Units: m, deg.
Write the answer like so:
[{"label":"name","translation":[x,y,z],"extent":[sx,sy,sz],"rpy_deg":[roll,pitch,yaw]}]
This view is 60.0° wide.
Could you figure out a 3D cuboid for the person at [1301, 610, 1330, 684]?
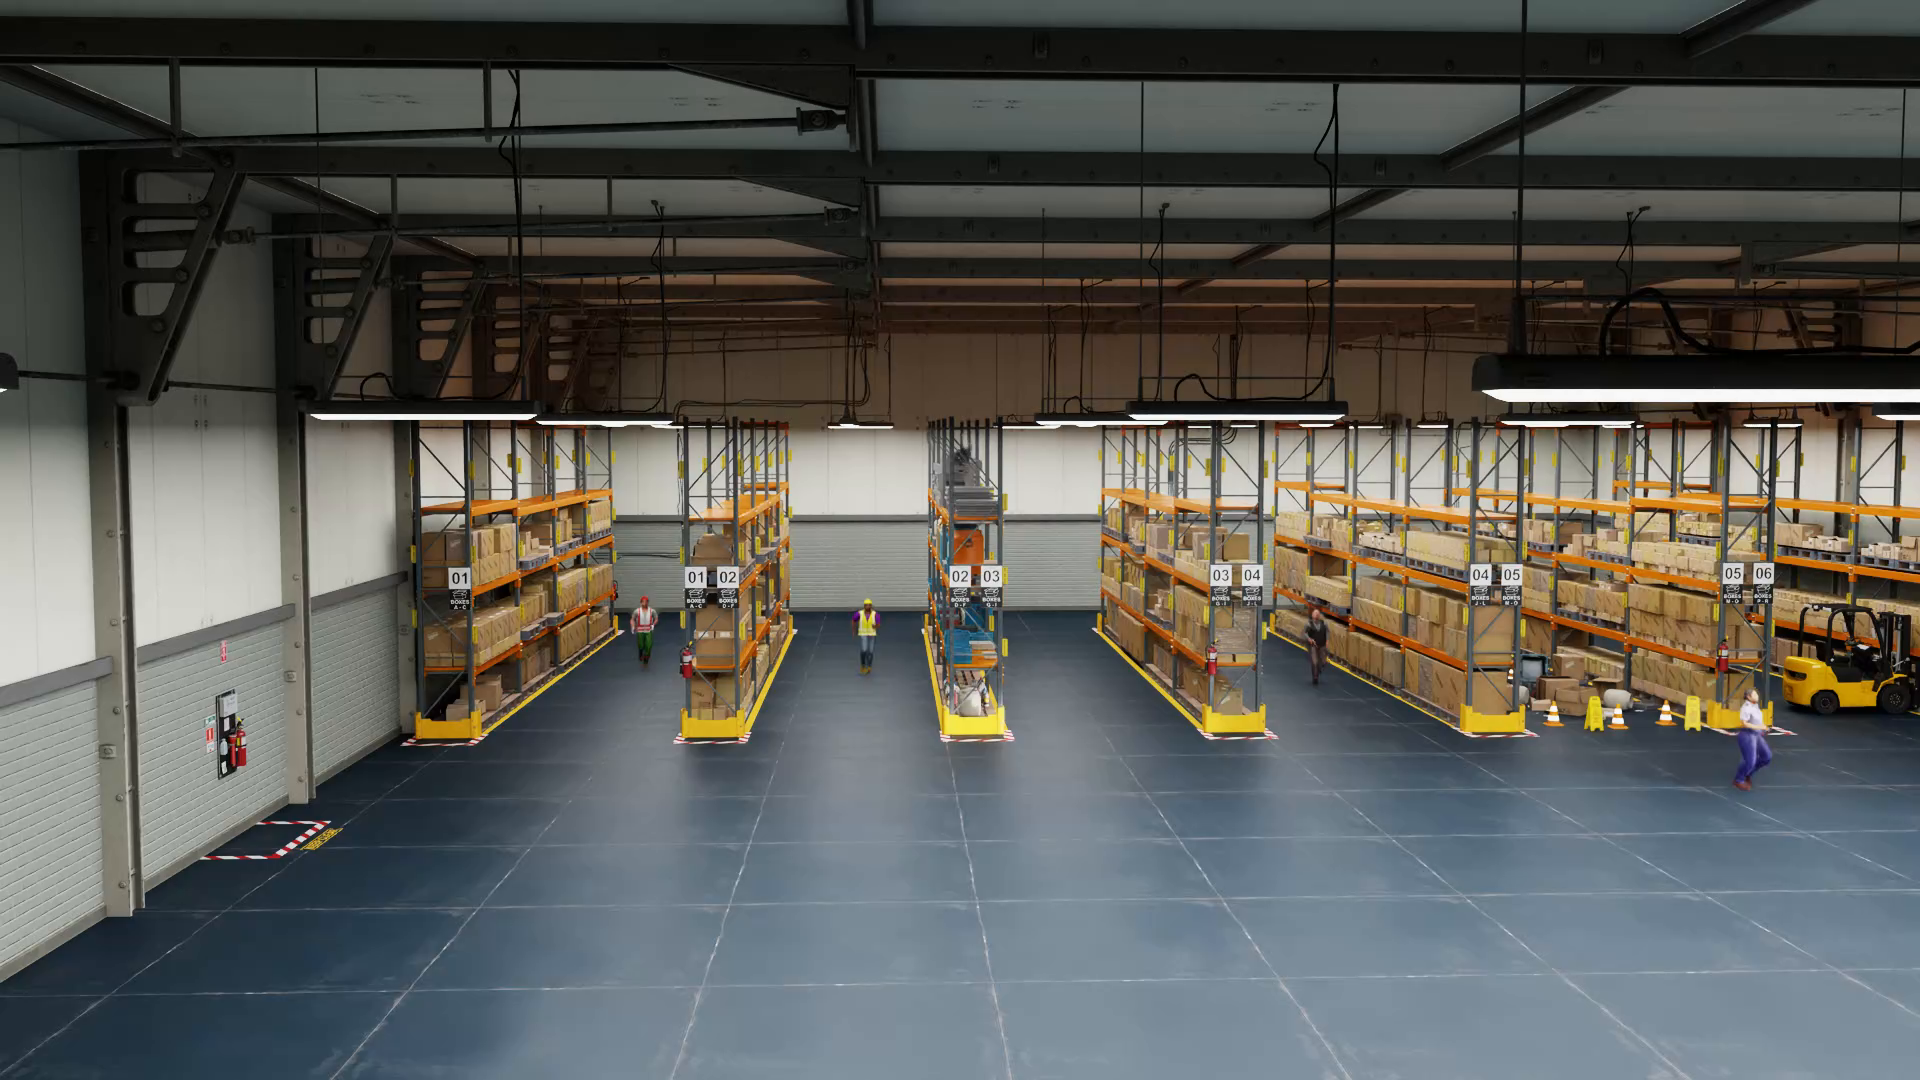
[{"label":"person","translation":[8.108,2.424,37.834],"extent":[0.691,1.686,0.609],"rpy_deg":[0,4,-5]}]

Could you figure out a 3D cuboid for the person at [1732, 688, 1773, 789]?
[{"label":"person","translation":[12.649,3.178,26.540],"extent":[0.570,1.607,0.661],"rpy_deg":[4,5,45]}]

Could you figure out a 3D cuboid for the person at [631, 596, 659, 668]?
[{"label":"person","translation":[-7.629,2.230,40.281],"extent":[0.658,1.737,0.600],"rpy_deg":[-1,4,-14]}]

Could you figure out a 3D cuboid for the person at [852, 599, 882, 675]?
[{"label":"person","translation":[-2.186,2.286,39.228],"extent":[0.672,1.785,0.720],"rpy_deg":[-1,4,-12]}]
